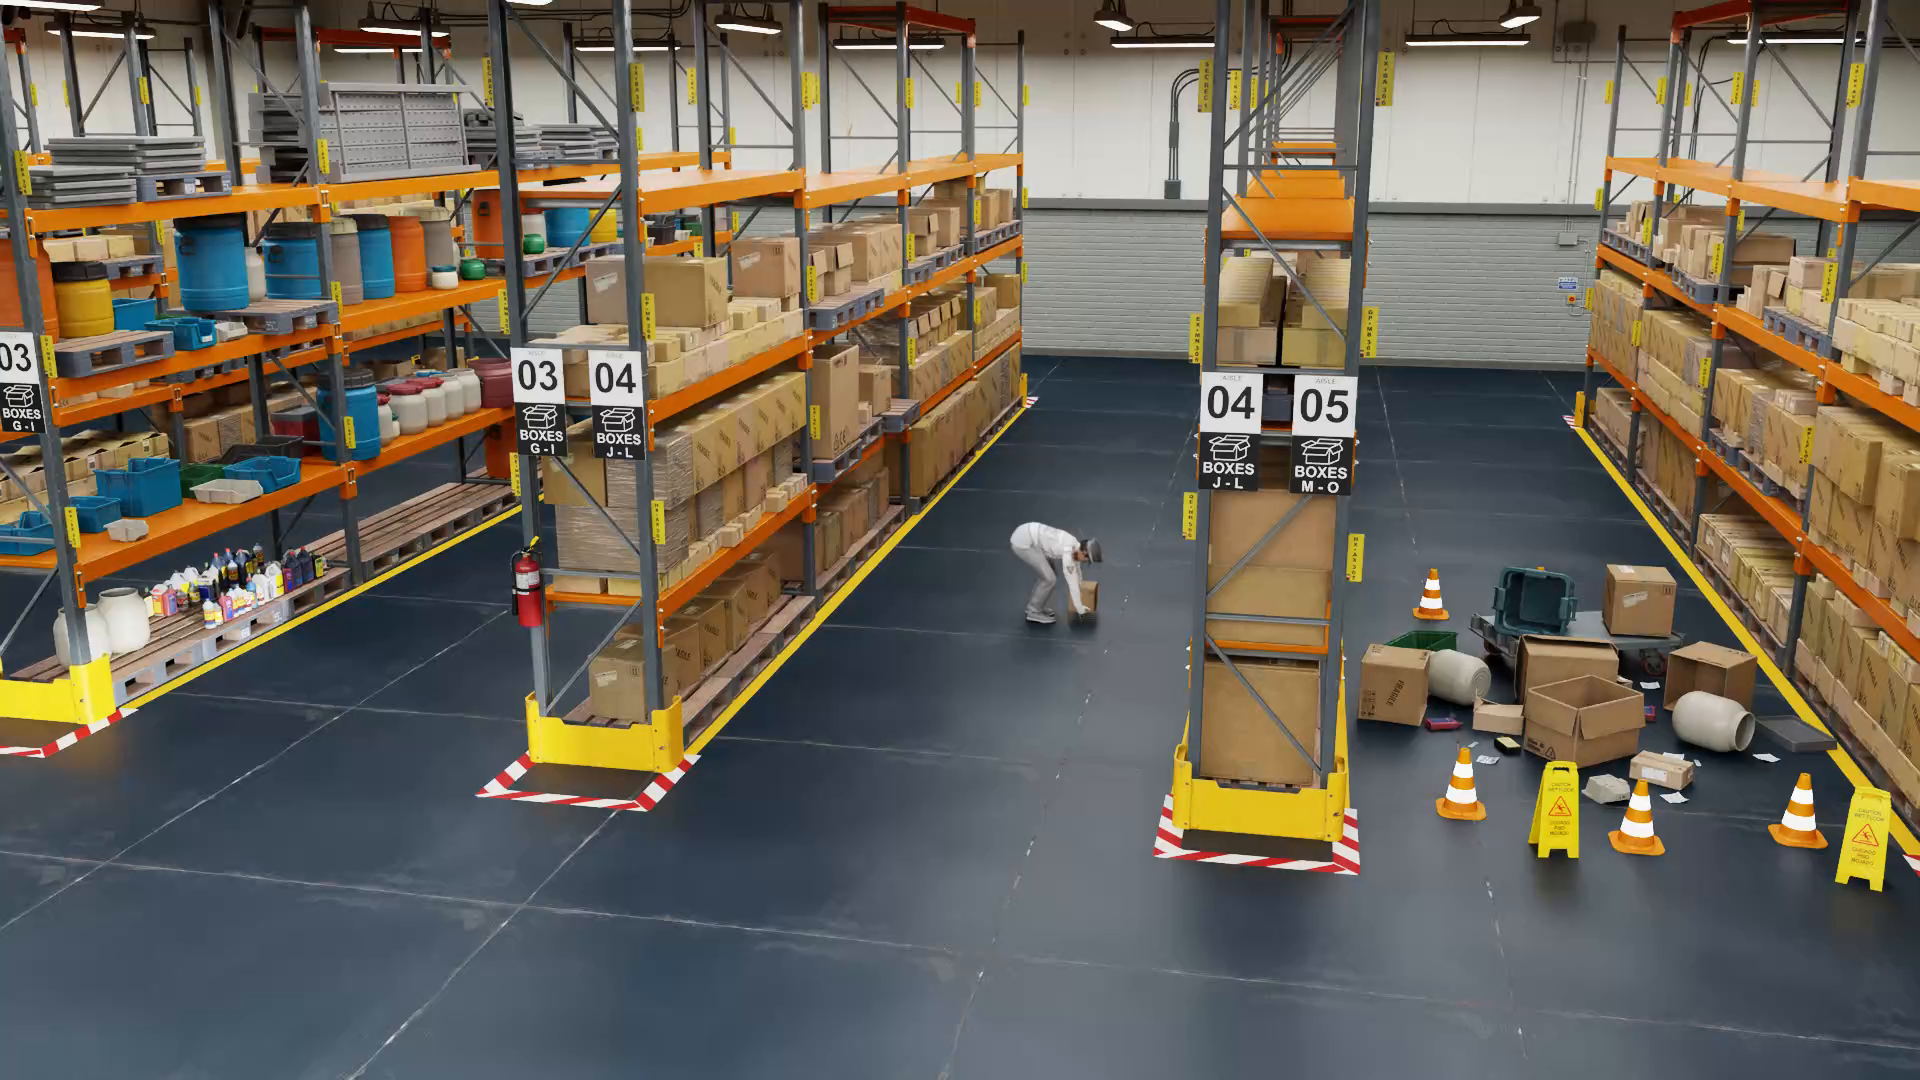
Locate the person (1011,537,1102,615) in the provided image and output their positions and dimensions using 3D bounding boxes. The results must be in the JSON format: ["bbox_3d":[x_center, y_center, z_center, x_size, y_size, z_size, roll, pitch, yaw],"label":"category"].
[{"bbox_3d":[0.945,0.308,16.206,0.880,0.829,0.441,2,15,8],"label":"person"}]
